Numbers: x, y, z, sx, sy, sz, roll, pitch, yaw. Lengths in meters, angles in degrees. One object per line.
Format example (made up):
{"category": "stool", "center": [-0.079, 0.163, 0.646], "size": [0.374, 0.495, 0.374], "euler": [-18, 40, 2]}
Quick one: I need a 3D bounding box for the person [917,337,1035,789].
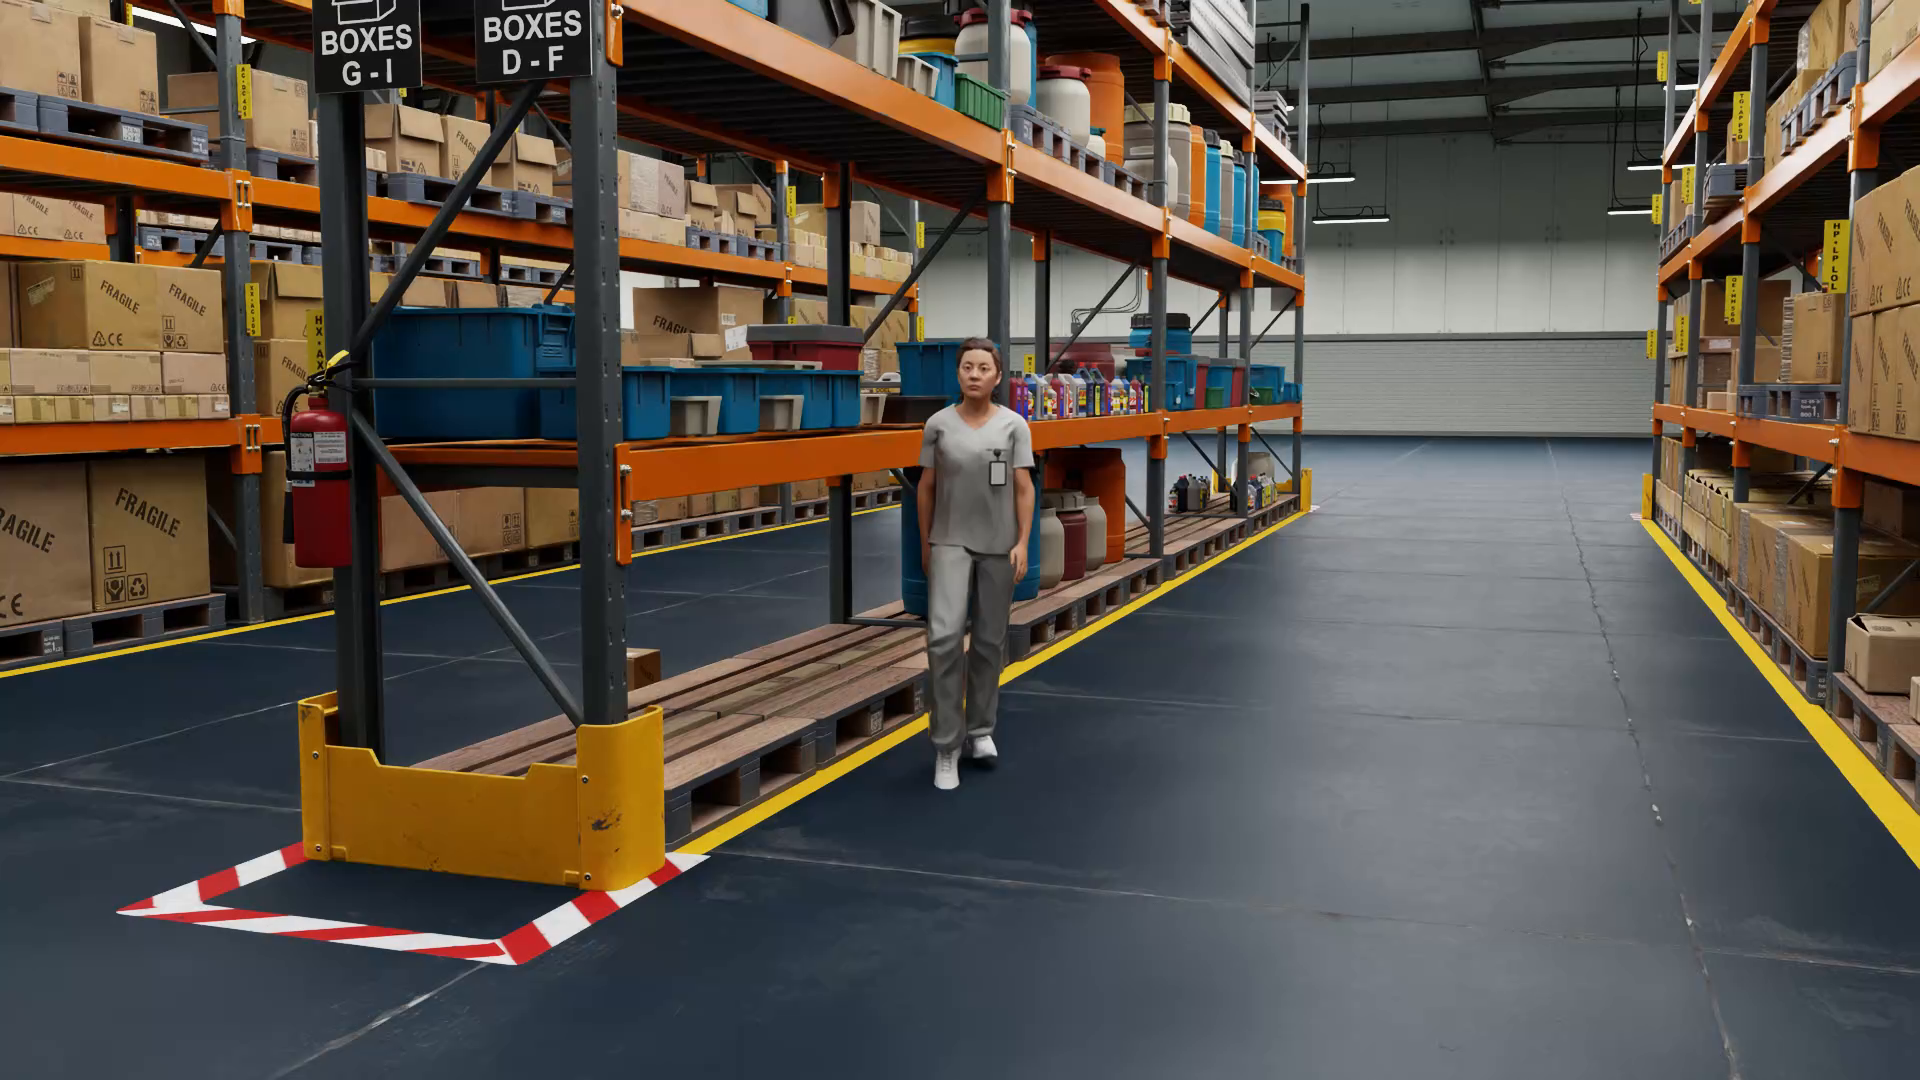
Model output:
{"category": "person", "center": [0.064, 0.082, 6.431], "size": [0.455, 1.723, 0.587], "euler": [0, 5, -3]}
